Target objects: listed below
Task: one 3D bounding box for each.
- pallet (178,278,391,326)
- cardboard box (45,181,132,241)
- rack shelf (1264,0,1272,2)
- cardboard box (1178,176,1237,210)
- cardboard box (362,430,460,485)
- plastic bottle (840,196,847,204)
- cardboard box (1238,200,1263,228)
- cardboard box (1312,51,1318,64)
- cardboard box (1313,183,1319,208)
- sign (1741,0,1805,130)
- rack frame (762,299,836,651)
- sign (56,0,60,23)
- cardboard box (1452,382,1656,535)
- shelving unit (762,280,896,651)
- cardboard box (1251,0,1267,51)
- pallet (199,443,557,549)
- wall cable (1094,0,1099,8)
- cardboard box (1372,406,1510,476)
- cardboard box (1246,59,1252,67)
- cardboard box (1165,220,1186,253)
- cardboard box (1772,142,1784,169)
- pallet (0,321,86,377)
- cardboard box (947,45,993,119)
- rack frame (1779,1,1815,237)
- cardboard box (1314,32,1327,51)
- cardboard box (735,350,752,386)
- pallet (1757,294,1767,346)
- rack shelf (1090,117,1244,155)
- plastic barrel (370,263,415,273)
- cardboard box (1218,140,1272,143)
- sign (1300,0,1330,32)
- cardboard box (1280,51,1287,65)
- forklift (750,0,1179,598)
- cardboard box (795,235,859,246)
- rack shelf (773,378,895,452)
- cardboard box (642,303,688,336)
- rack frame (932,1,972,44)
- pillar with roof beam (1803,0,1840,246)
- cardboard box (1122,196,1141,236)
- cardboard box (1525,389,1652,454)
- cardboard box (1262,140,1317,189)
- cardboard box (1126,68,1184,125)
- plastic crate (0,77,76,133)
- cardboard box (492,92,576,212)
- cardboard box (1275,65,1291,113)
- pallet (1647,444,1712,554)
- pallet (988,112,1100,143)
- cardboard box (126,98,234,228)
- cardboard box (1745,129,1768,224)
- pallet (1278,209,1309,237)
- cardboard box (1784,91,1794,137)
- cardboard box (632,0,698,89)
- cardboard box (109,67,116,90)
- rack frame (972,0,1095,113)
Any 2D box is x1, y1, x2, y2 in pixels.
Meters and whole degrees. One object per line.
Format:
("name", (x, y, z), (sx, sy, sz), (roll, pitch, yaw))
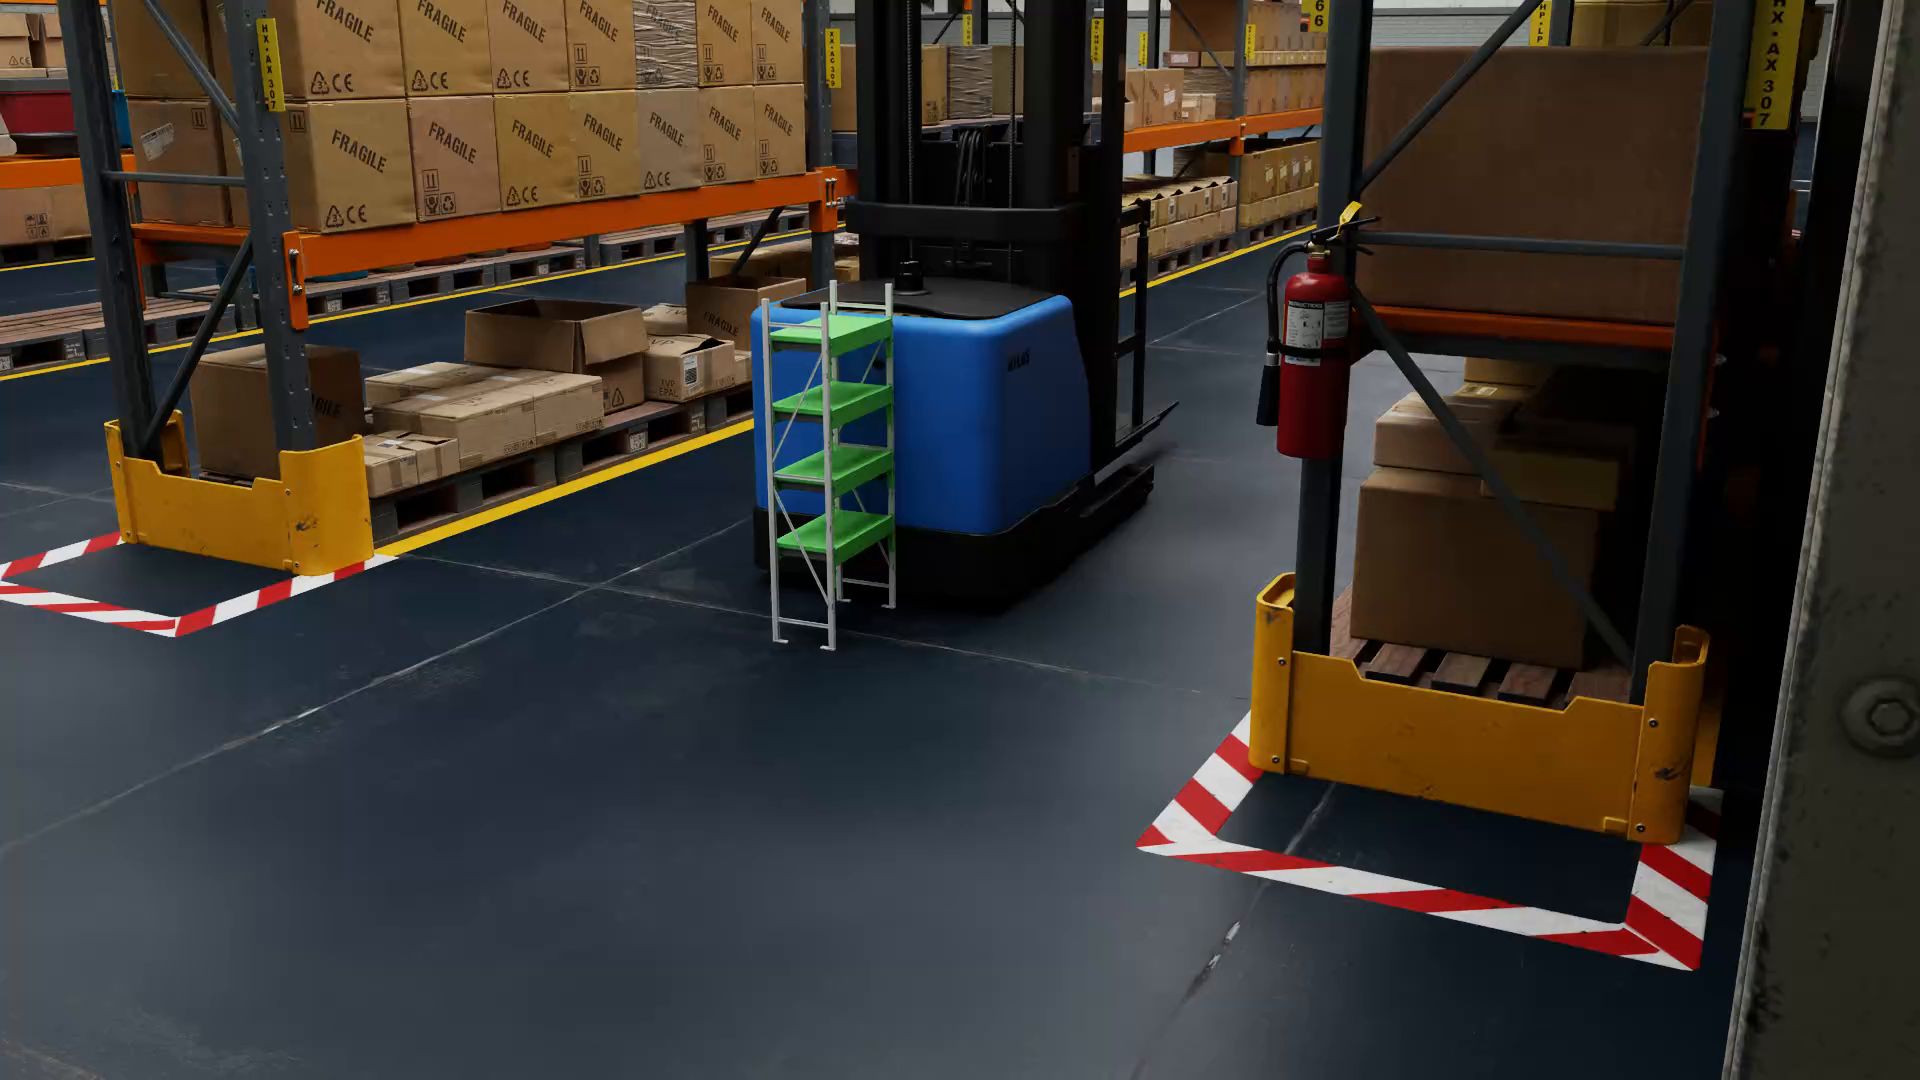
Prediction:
("pallet", (-5.265, -1.892, 13.022), (1.003, 0.211, 1.213), (8, 18, 25))
("cardboard box", (-9.023, -3.470, 16.432), (1.225, 0.875, 0.875), (8, 18, 26))
("rack shelf", (3.251, -6.046, 18.108), (1.077, 0.370, 4.000), (8, 18, 25))
("cardboard box", (2.433, -3.456, 16.499), (0.500, 0.311, 0.500), (8, 18, 25))
("cardboard box", (-2.399, -0.366, 7.193), (0.380, 0.166, 0.250), (8, 18, 25))
("plastic bottle", (-1.418, -4.091, 19.542), (0.152, 0.276, 0.135), (9, 19, 27))
("cardboard box", (2.836, -3.406, 17.317), (0.500, 0.250, 0.500), (8, 18, 25))
("cardboard box", (3.914, -5.568, 19.187), (0.380, 0.149, 0.250), (8, 18, 25))
("cardboard box", (3.957, -4.043, 19.459), (0.500, 0.250, 0.500), (8, 18, 25))
("sign", (1.922, -1.139, 3.930), (0.100, 0.325, 0.005), (8, 18, 25))
("rack frame", (-0.541, -0.208, 5.616), (0.240, 1.200, 0.015), (7, 18, 22))
("sign", (-3.492, -2.169, 6.471), (0.100, 0.325, 0.005), (8, 18, 25))
("cardboard box", (2.331, -0.344, 6.568), (0.700, 0.500, 0.500), (9, 19, 27))
("shelving unit", (-0.446, -0.271, 5.831), (0.258, 1.200, 0.503), (7, 18, 22))
("cardboard box", (2.775, -5.356, 17.335), (0.700, 0.500, 0.500), (8, 18, 25))
("pallet", (-2.615, -0.273, 7.573), (1.003, 0.211, 1.213), (8, 18, 25))
("wall cable", (5.249, -20.070, 52.820), (2.305, 6.003, 0.169), (8, 18, 25))
("cardboard box", (1.546, -0.319, 5.343), (0.380, 0.149, 0.250), (8, 18, 25))
("cardboard box", (2.763, -4.910, 16.973), (0.380, 0.149, 0.250), (8, 18, 26))
("cardboard box", (1.747, -2.796, 15.261), (0.500, 0.250, 0.500), (9, 19, 26))
("cardboard box", (4.689, -2.301, 9.910), (0.380, 0.149, 0.250), (8, 18, 24))
("pallet", (-6.485, -1.196, 10.681), (1.003, 0.211, 1.213), (8, 18, 25))
("cardboard box", (-0.190, -3.291, 11.922), (0.700, 0.500, 0.500), (12, 21, 36))
("rack frame", (8.578, -4.833, 18.029), (1.000, 3.000, 0.127), (8, 18, 25))
("cardboard box", (3.901, -6.002, 19.508), (0.700, 0.500, 0.500), (8, 18, 26))
("cardboard box", (-1.332, -0.966, 9.242), (0.380, 0.149, 0.250), (8, 18, 25))
("pallet", (5.354, -1.658, 12.235), (1.003, 0.211, 1.213), (8, 18, 25))
("rack shelf", (1.464, -3.589, 15.104), (1.077, 0.370, 4.000), (8, 18, 25))
("plastic barrel", (-4.740, -2.495, 13.788), (0.421, 0.512, 0.421), (0, 17, 0))
("cardboard box", (3.272, -4.340, 19.144), (0.500, 0.500, 0.500), (8, 18, 25))
("sign", (0.949, -1.499, 4.353), (0.100, 0.325, 0.005), (8, 18, 25))
("cardboard box", (3.340, -5.241, 18.088), (0.380, 0.149, 0.250), (8, 18, 25))
("forklift", (0.244, -1.569, 7.158), (1.130, 2.935, 3.031), (7, 18, 22))
("cardboard box", (-0.801, -1.833, 11.546), (0.500, 0.500, 0.500), (8, 18, 26))
("rack shelf", (-0.446, -0.440, 5.781), (0.258, 0.148, 0.480), (7, 18, 22))
("cardboard box", (-1.599, -1.249, 9.909), (0.500, 0.311, 0.500), (8, 18, 25))
("rack frame", (-0.285, -6.094, 22.273), (1.000, 3.000, 0.127), (8, 18, 25))
("pillar with roof beam", (5.188, -7.968, 18.048), (9.100, 9.000, 0.400), (8, 18, 25))
("cardboard box", (1.294, -2.808, 14.316), (0.500, 0.311, 0.500), (8, 18, 24))
("cardboard box", (2.113, -0.398, 5.611), (0.380, 0.149, 0.250), (8, 18, 26))
("cardboard box", (3.737, -4.274, 18.921), (0.500, 0.500, 0.500), (8, 18, 25))
("cardboard box", (1.764, -4.164, 15.600), (0.500, 0.500, 0.500), (10, 19, 29))
("plastic crate", (-6.270, -2.901, 11.306), (0.402, 0.464, 0.583), (8, 18, 25))
("cardboard box", (-2.118, -1.774, 7.553), (0.500, 0.500, 0.500), (8, 18, 25))
("cardboard box", (3.235, -4.999, 18.410), (0.700, 0.500, 0.500), (9, 19, 27))
("pallet", (2.806, -0.256, 7.516), (1.003, 0.211, 1.213), (8, 18, 25))
("pallet", (0.330, -3.151, 12.703), (1.213, 0.211, 1.003), (8, 18, 25))
("cardboard box", (-3.048, -1.584, 6.913), (0.500, 0.500, 0.500), (9, 19, 27))
("cardboard box", (2.959, -1.784, 7.237), (0.980, 0.700, 0.700), (8, 19, 26))
("pallet", (3.294, -3.616, 18.828), (1.003, 0.211, 1.213), (8, 18, 25))
("cardboard box", (5.028, -2.842, 10.591), (0.500, 0.500, 0.500), (8, 18, 26))
("cardboard box", (-1.664, -2.512, 8.283), (0.500, 0.500, 0.500), (8, 18, 26))
("cardboard box", (-8.518, -4.451, 16.565), (0.500, 0.500, 0.500), (8, 18, 25))
("rack frame", (0.570, -3.425, 13.287), (1.000, 3.000, 0.127), (8, 18, 25))
